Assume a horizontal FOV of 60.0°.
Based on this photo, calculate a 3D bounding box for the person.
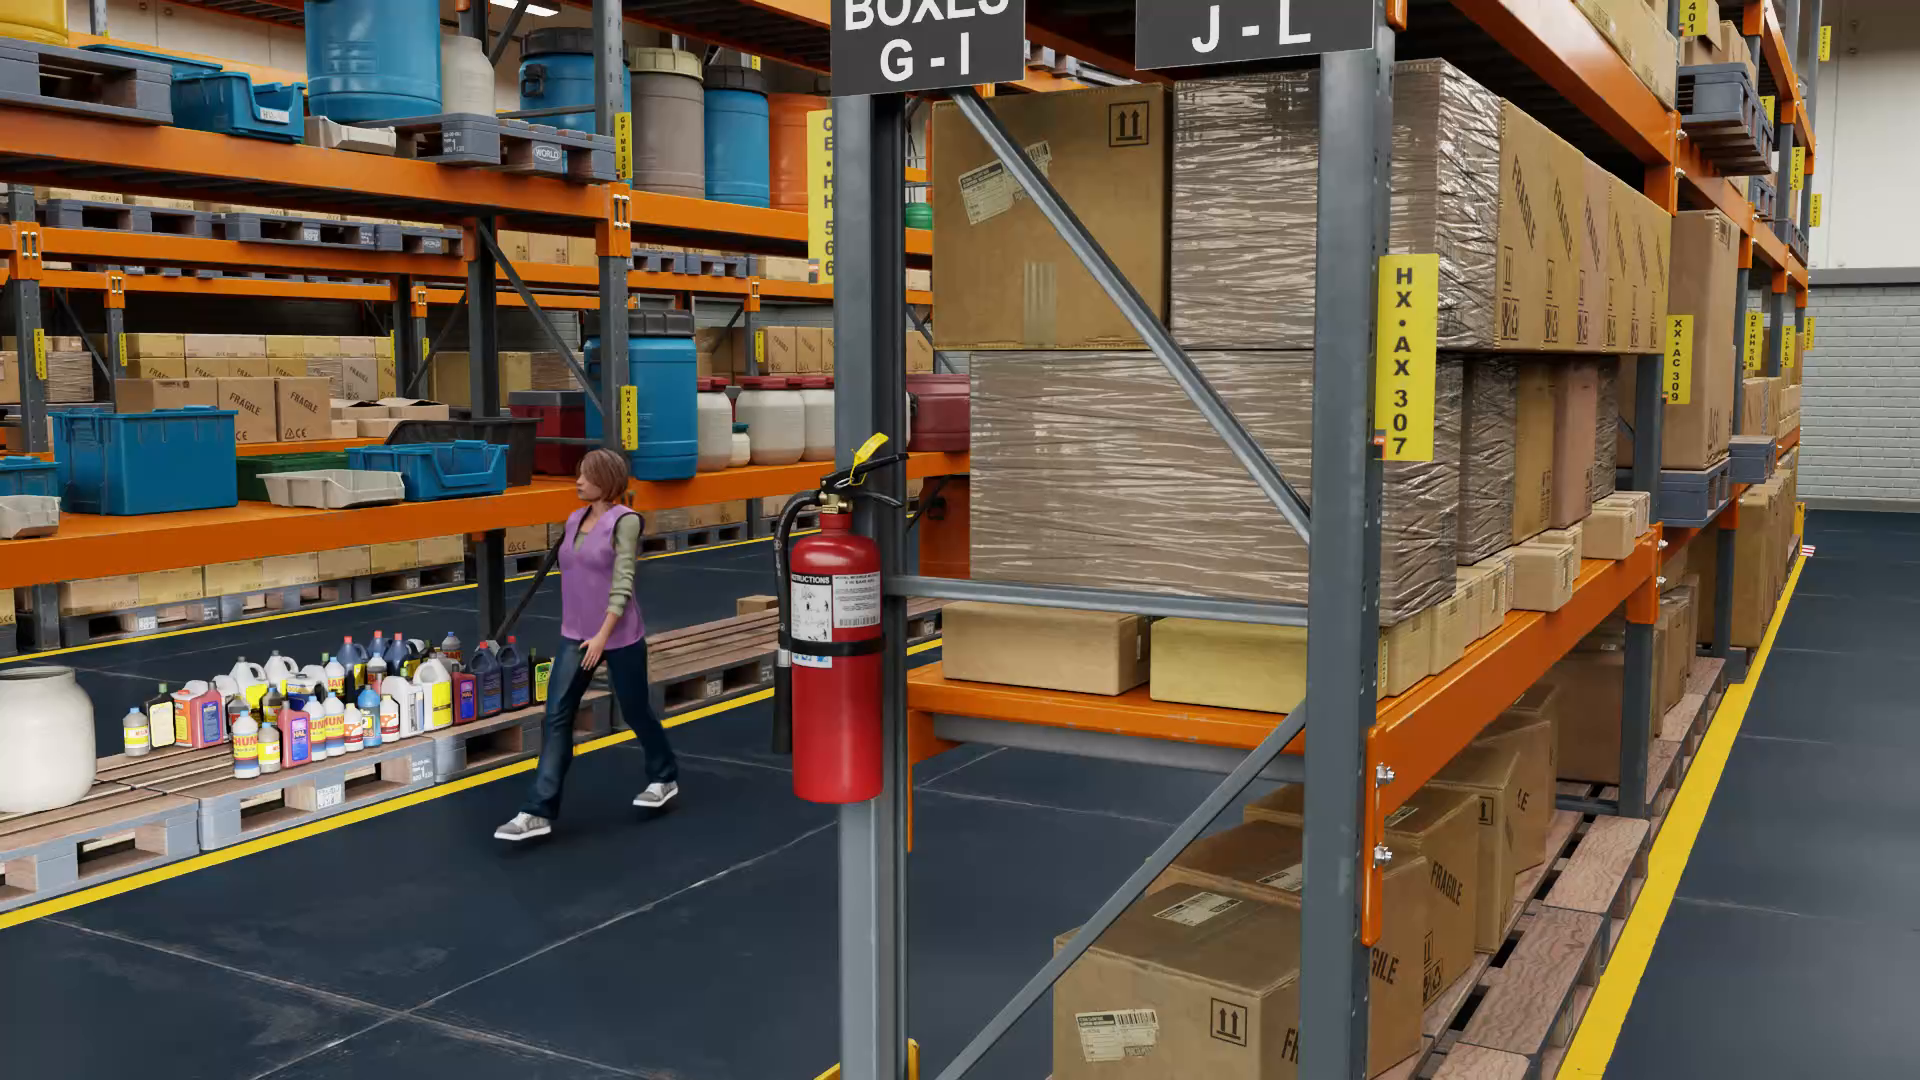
[{"bbox_3d":[-1.488,0.399,6.764,0.412,1.536,0.943,3,7,28],"label":"person"}]
